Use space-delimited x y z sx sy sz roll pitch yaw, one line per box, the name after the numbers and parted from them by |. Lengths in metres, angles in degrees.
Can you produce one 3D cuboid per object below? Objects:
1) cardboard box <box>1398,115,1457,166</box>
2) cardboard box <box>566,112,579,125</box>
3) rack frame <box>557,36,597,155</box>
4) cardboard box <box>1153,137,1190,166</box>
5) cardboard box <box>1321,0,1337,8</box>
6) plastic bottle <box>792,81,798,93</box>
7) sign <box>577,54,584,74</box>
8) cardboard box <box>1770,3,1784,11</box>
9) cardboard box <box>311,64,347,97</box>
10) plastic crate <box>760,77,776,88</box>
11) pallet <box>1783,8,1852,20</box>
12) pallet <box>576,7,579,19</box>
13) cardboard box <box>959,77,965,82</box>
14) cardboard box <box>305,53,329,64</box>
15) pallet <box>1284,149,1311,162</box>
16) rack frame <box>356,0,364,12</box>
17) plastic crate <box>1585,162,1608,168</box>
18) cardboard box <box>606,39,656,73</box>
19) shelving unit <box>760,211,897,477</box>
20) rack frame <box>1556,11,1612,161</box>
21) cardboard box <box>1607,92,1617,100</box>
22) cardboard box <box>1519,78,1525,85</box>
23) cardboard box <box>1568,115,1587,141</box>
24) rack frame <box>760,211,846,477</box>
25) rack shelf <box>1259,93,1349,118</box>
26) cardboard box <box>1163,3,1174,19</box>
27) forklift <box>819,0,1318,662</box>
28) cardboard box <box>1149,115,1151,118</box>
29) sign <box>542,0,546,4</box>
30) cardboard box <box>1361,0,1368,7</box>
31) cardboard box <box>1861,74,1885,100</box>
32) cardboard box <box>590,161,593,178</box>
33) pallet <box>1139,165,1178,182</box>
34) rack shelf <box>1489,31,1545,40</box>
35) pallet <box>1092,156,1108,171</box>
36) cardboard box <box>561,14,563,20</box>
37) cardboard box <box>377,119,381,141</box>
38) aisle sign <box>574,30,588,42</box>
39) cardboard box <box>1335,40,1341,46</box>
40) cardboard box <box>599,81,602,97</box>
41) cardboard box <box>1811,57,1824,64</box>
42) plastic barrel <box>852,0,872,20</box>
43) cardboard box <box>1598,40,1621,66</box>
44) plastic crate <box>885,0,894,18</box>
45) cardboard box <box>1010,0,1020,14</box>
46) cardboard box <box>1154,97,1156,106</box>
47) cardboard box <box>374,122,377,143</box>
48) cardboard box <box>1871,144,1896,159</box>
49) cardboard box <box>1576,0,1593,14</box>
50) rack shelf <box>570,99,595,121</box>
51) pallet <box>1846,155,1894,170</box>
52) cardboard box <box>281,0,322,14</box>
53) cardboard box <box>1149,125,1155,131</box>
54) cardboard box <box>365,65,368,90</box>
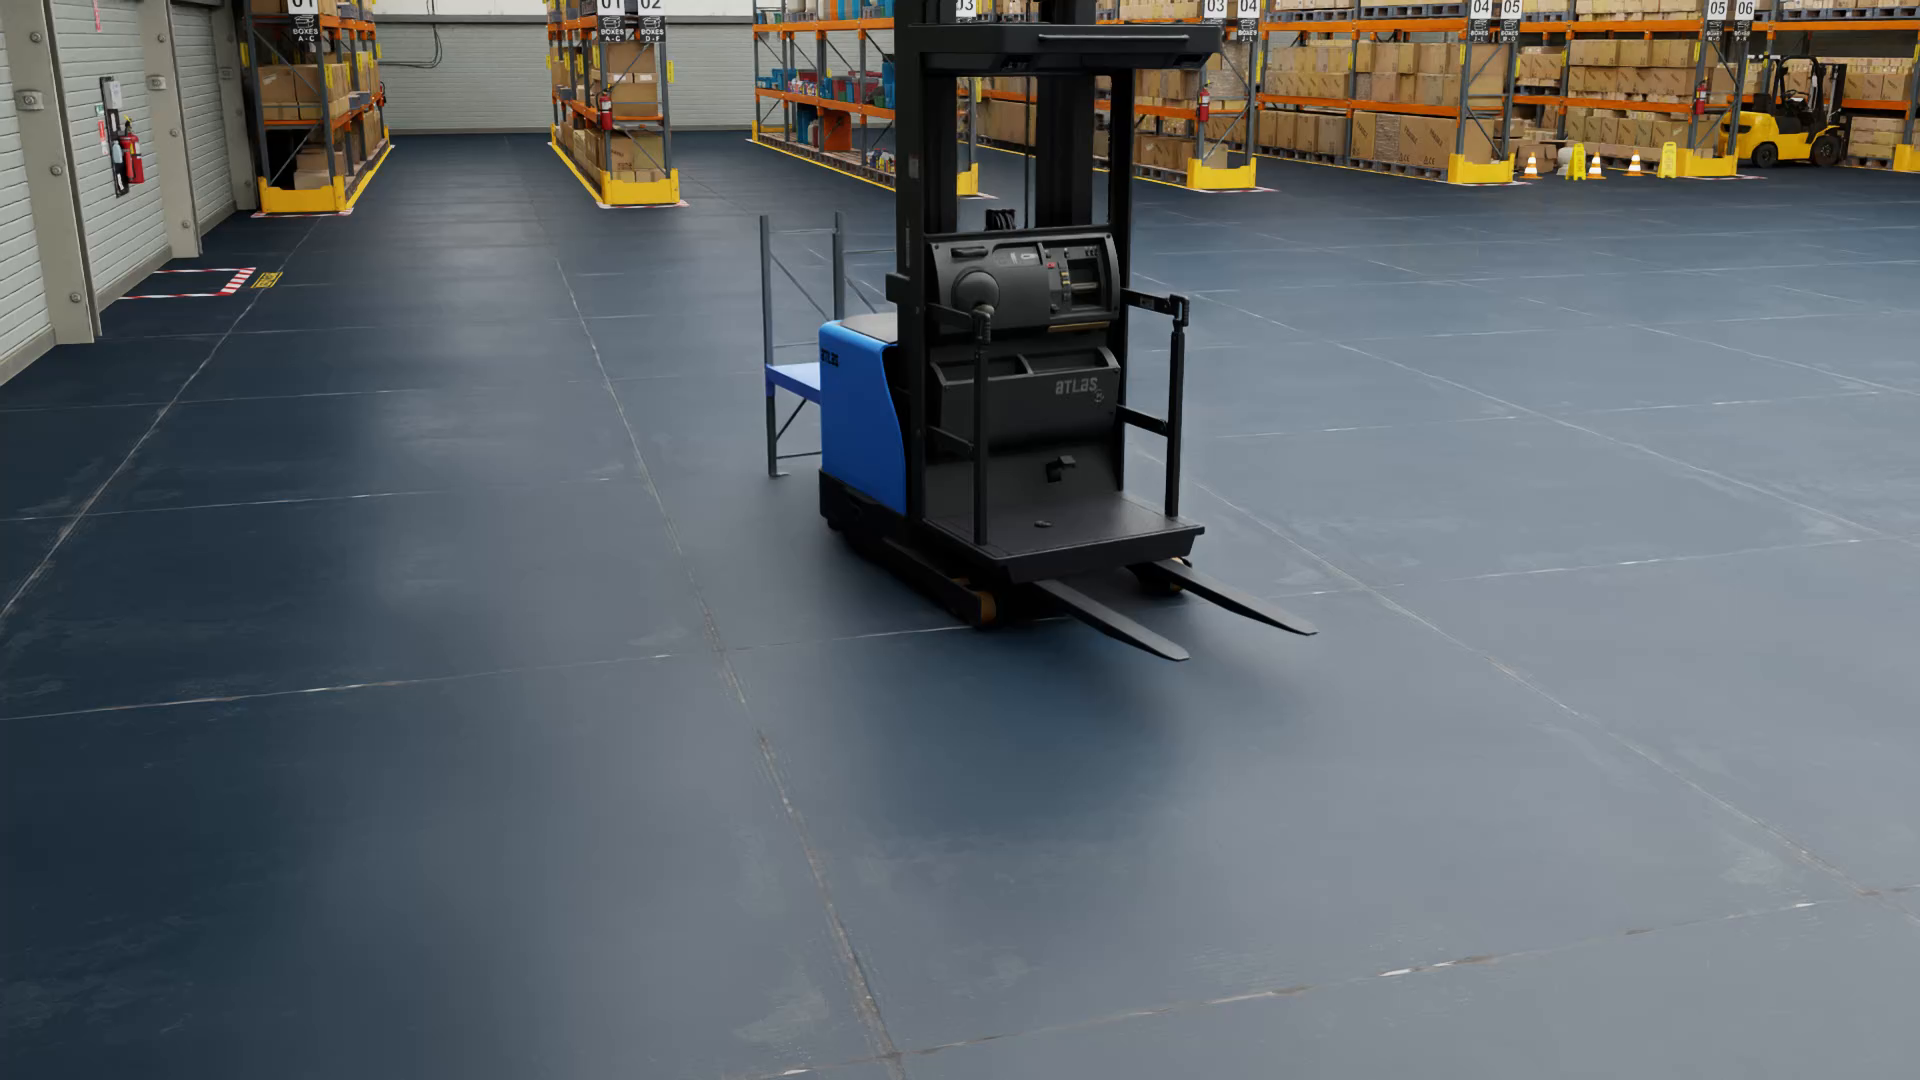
8.830 -7.478 31.097 0.875 0.875 0.875 -5 17 -16 | cardboard box
-8.124 -8.985 35.427 0.500 0.250 0.500 -5 17 -15 | cardboard box
-8.297 -10.042 36.669 1.000 3.000 0.127 -5 17 -15 | rack frame
3.910 -7.178 30.750 0.500 0.500 0.500 -6 18 -20 | cardboard box
7.673 -10.913 33.713 0.500 0.250 0.500 -5 17 -16 | cardboard box
-3.672 -10.114 37.123 0.152 0.276 0.135 -5 17 -15 | plastic bottle
-6.618 -8.300 28.995 0.100 0.325 0.005 -5 17 -15 | sign
17.683 -11.604 36.187 0.380 0.149 0.250 -5 17 -15 | cardboard box
-10.291 -7.489 27.093 0.500 0.500 0.500 -5 17 -16 | cardboard box
-4.701 -11.211 40.748 0.416 0.233 0.300 -5 17 -15 | plastic crate
17.986 -10.949 34.626 1.003 0.211 1.213 -5 17 -15 | pallet
-6.615 -9.792 30.950 1.003 0.211 1.213 -4 17 -13 | pallet
0.286 -11.565 41.481 0.500 0.250 0.500 -5 18 -17 | cardboard box
-12.334 -9.207 31.859 0.500 0.250 0.500 -4 17 -14 | cardboard box
7.601 -8.186 35.336 1.003 0.211 1.213 -5 17 -15 | pallet
-13.059 -12.522 34.498 1.000 3.000 0.127 -5 17 -15 | rack frame
12.599 -7.497 33.272 0.402 0.080 0.583 -12 20 -34 | plastic crate
-5.130 -7.537 25.899 0.700 0.500 0.500 -5 17 -15 | cardboard box
-0.654 -0.995 9.159 0.538 1.500 1.048 -9 19 -26 | shelving unit
12.956 -9.395 34.514 1.000 3.000 0.127 -5 17 -15 | rack frame
13.076 -8.807 32.995 0.380 0.149 0.250 -5 17 -15 | cardboard box
12.282 -9.879 35.834 0.380 0.149 0.250 -5 17 -15 | cardboard box
12.858 -8.454 34.127 0.500 0.500 0.500 -4 17 -13 | cardboard box
-0.890 -1.125 9.590 0.500 1.500 0.032 -9 19 -26 | rack frame
7.674 -9.184 35.063 1.077 0.370 4.000 -5 17 -15 | rack shelf
3.877 -9.263 29.123 0.500 0.250 0.500 -4 17 -14 | cardboard box
0.401 -1.173 7.261 1.130 2.935 3.031 -9 19 -26 | forklift
5.096 -10.958 42.908 0.380 0.149 0.250 -4 17 -13 | cardboard box
-9.918 -12.961 39.652 0.100 0.325 0.005 -5 17 -15 | sign
7.997 -10.413 32.223 0.380 0.149 0.250 -5 17 -16 | cardboard box
18.305 -8.989 32.990 0.500 0.500 0.500 -4 17 -14 | cardboard box
-5.998 -6.284 28.207 0.500 0.250 0.500 -5 17 -15 | cardboard box
3.985 -6.755 30.572 1.003 0.211 1.213 -5 17 -15 | pallet
14.979 -13.646 44.704 1.077 0.370 4.000 -5 17 -15 | rack shelf
3.212 -7.491 33.023 1.003 0.211 1.213 -5 17 -15 | pallet
-8.687 -11.520 36.636 0.500 0.250 0.500 -5 17 -15 | cardboard box
-13.732 -9.436 38.265 0.700 0.500 0.500 -5 17 -15 | cardboard box
-9.121 -12.437 40.121 0.394 0.787 0.004 -5 17 -15 | aisle sign
9.994 -12.930 43.245 0.380 0.149 0.250 -5 17 -15 | cardboard box
-5.685 -7.470 27.933 0.700 0.500 0.500 -4 17 -14 | cardboard box
17.836 -9.894 34.356 0.380 0.149 0.250 -5 17 -16 | cardboard box
-1.683 -10.020 30.510 0.600 0.901 0.708 -5 17 -15 | plastic barrel
13.099 -9.641 32.905 0.700 0.500 0.500 -5 17 -16 | cardboard box
-1.049 -9.046 28.166 0.392 0.384 0.575 -5 17 -15 | plastic crate
1.444 -12.109 37.759 0.500 0.311 0.500 -5 18 -17 | cardboard box
3.735 -7.928 30.069 0.380 0.149 0.250 -5 17 -15 | cardboard box
-13.166 -8.868 36.376 0.700 0.500 0.500 -4 17 -15 | cardboard box
18.394 -7.671 32.825 0.500 0.250 0.500 -5 17 -15 | cardboard box
12.813 -10.759 33.584 0.500 0.250 0.500 -5 17 -16 | cardboard box
-6.648 -8.038 31.247 1.077 0.370 4.000 -5 17 -15 | rack shelf
18.576 -7.555 33.235 1.003 0.211 1.213 -5 17 -15 | pallet
-9.613 -7.936 24.236 0.500 0.500 0.500 -4 17 -14 | cardboard box
5.099 -10.608 42.779 0.380 0.149 0.250 -6 18 -18 | cardboard box
-12.410 -9.462 34.011 0.500 0.500 0.500 -5 17 -15 | cardboard box
